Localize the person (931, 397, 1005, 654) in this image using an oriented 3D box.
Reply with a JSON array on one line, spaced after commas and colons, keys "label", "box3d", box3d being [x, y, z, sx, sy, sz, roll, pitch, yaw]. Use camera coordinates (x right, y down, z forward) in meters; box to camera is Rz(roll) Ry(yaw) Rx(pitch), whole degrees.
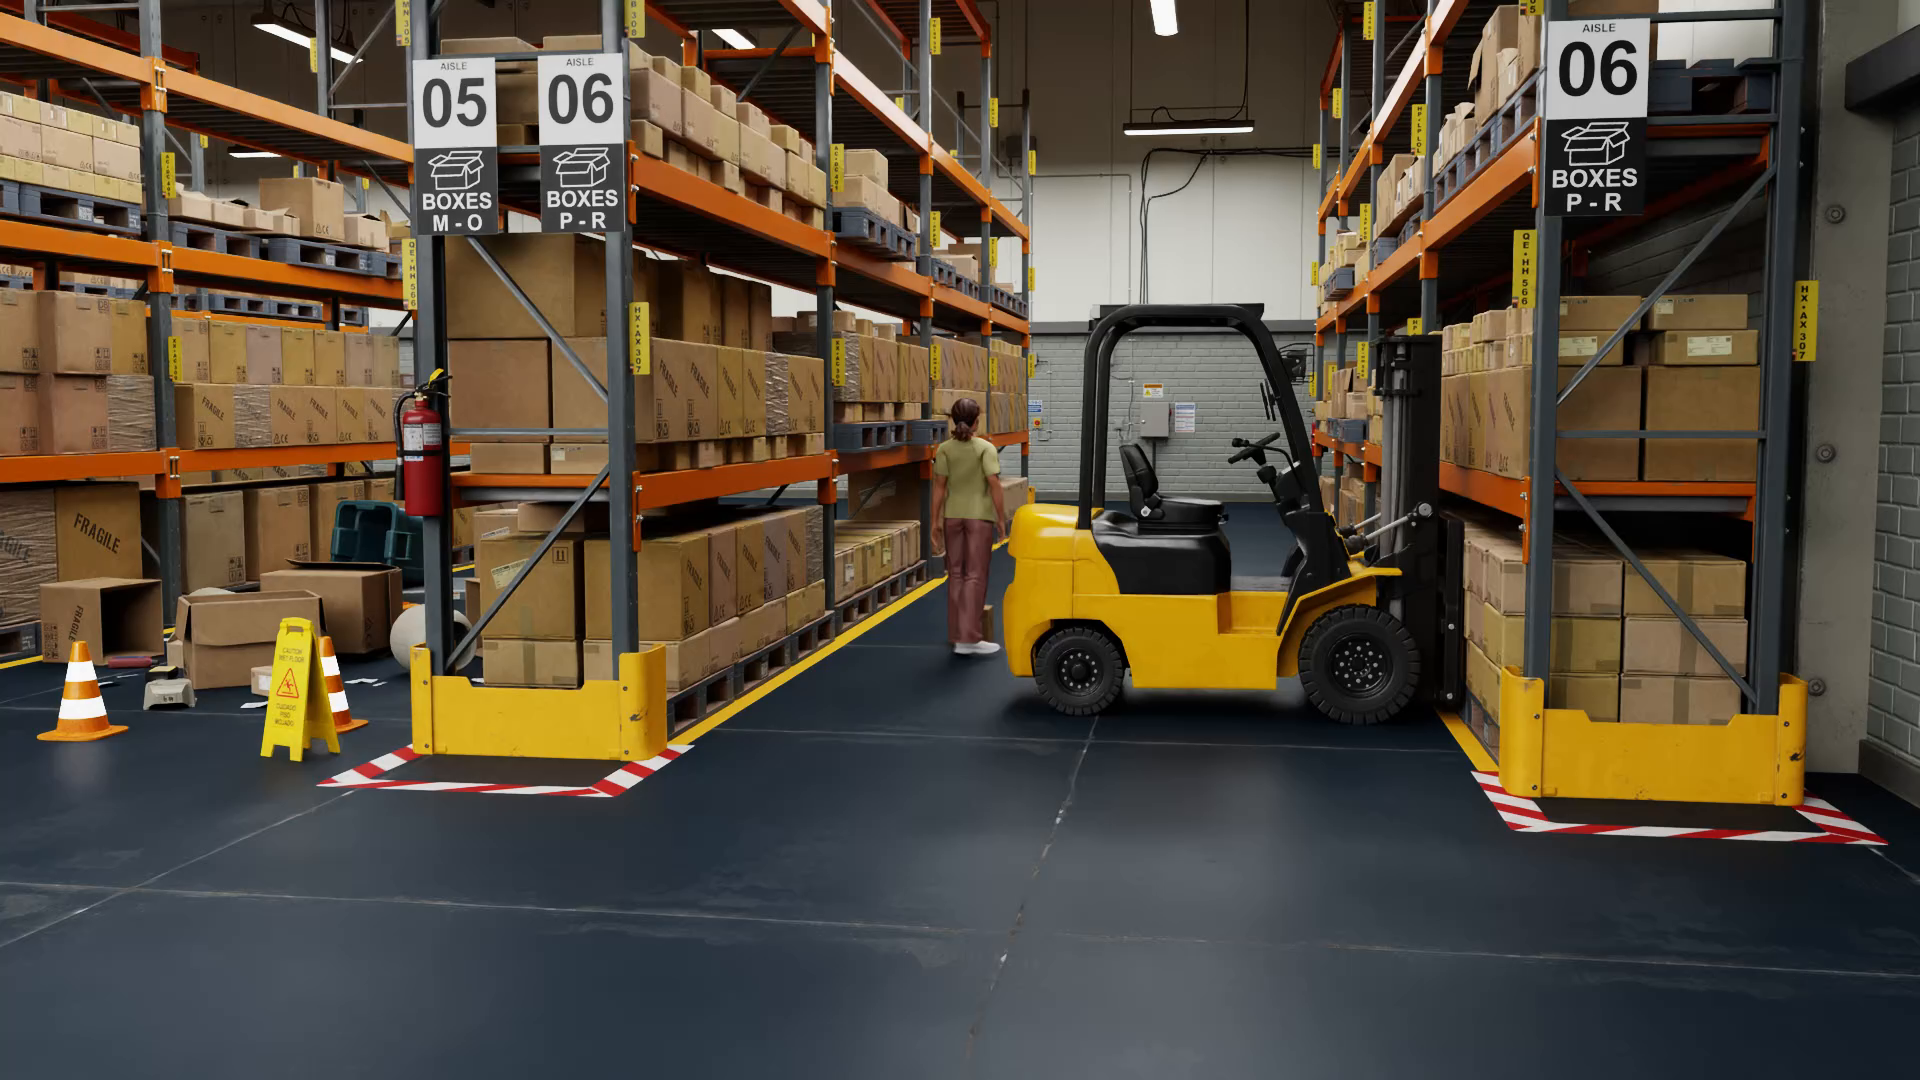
[{"label": "person", "box3d": [0.060, -0.095, 10.877, 0.481, 1.672, 0.396, 2, 5, 20]}]
